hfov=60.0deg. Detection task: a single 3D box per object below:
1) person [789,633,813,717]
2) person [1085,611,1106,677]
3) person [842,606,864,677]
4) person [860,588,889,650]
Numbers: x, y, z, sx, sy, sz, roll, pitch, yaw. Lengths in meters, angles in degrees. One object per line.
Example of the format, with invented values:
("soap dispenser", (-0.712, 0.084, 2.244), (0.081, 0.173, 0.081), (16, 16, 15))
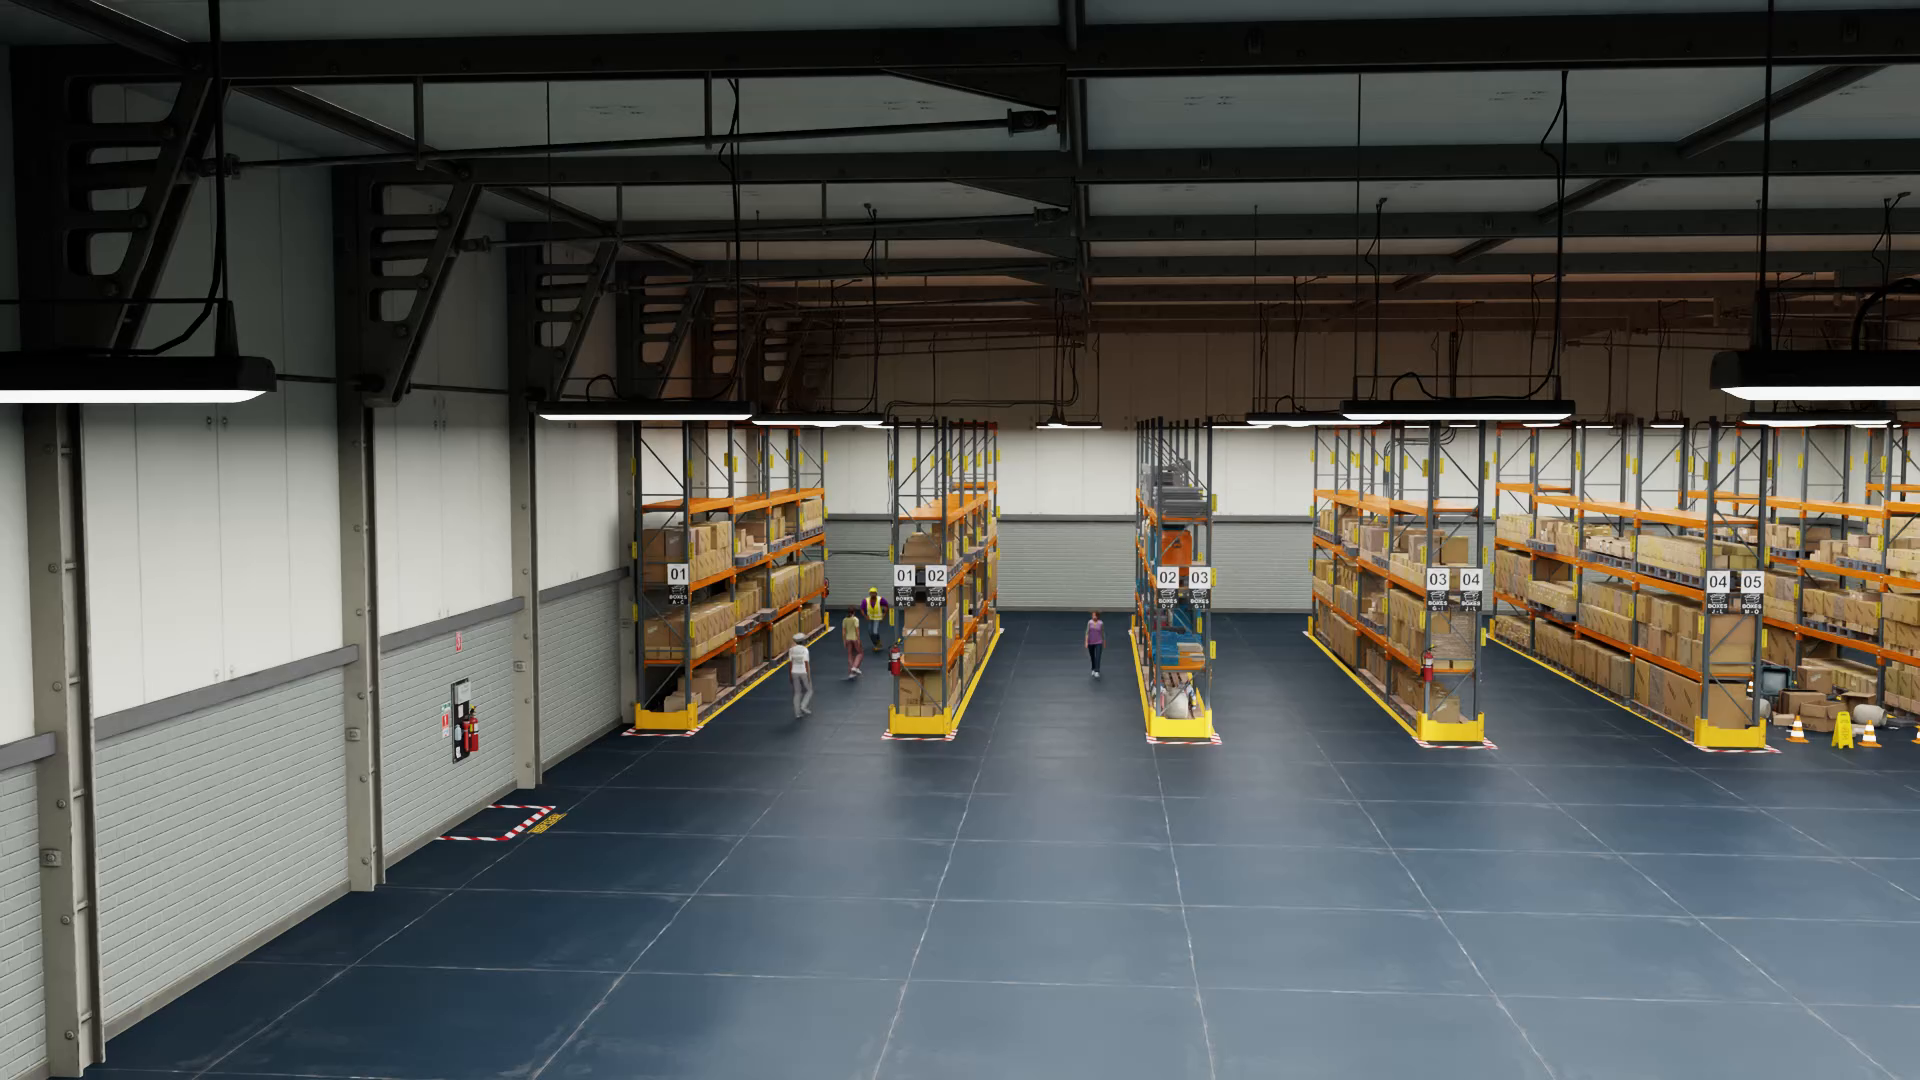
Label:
("person", (-3.198, 2.706, 33.272), (0.509, 1.675, 0.459), (1, 4, 15))
("person", (3.125, 2.413, 38.618), (0.450, 1.545, 0.953), (1, 4, 16))
("person", (-2.505, 2.359, 38.684), (0.510, 1.662, 0.471), (1, 4, 16))
("person", (-2.231, 2.060, 43.301), (0.682, 1.675, 0.706), (1, 4, 15))
